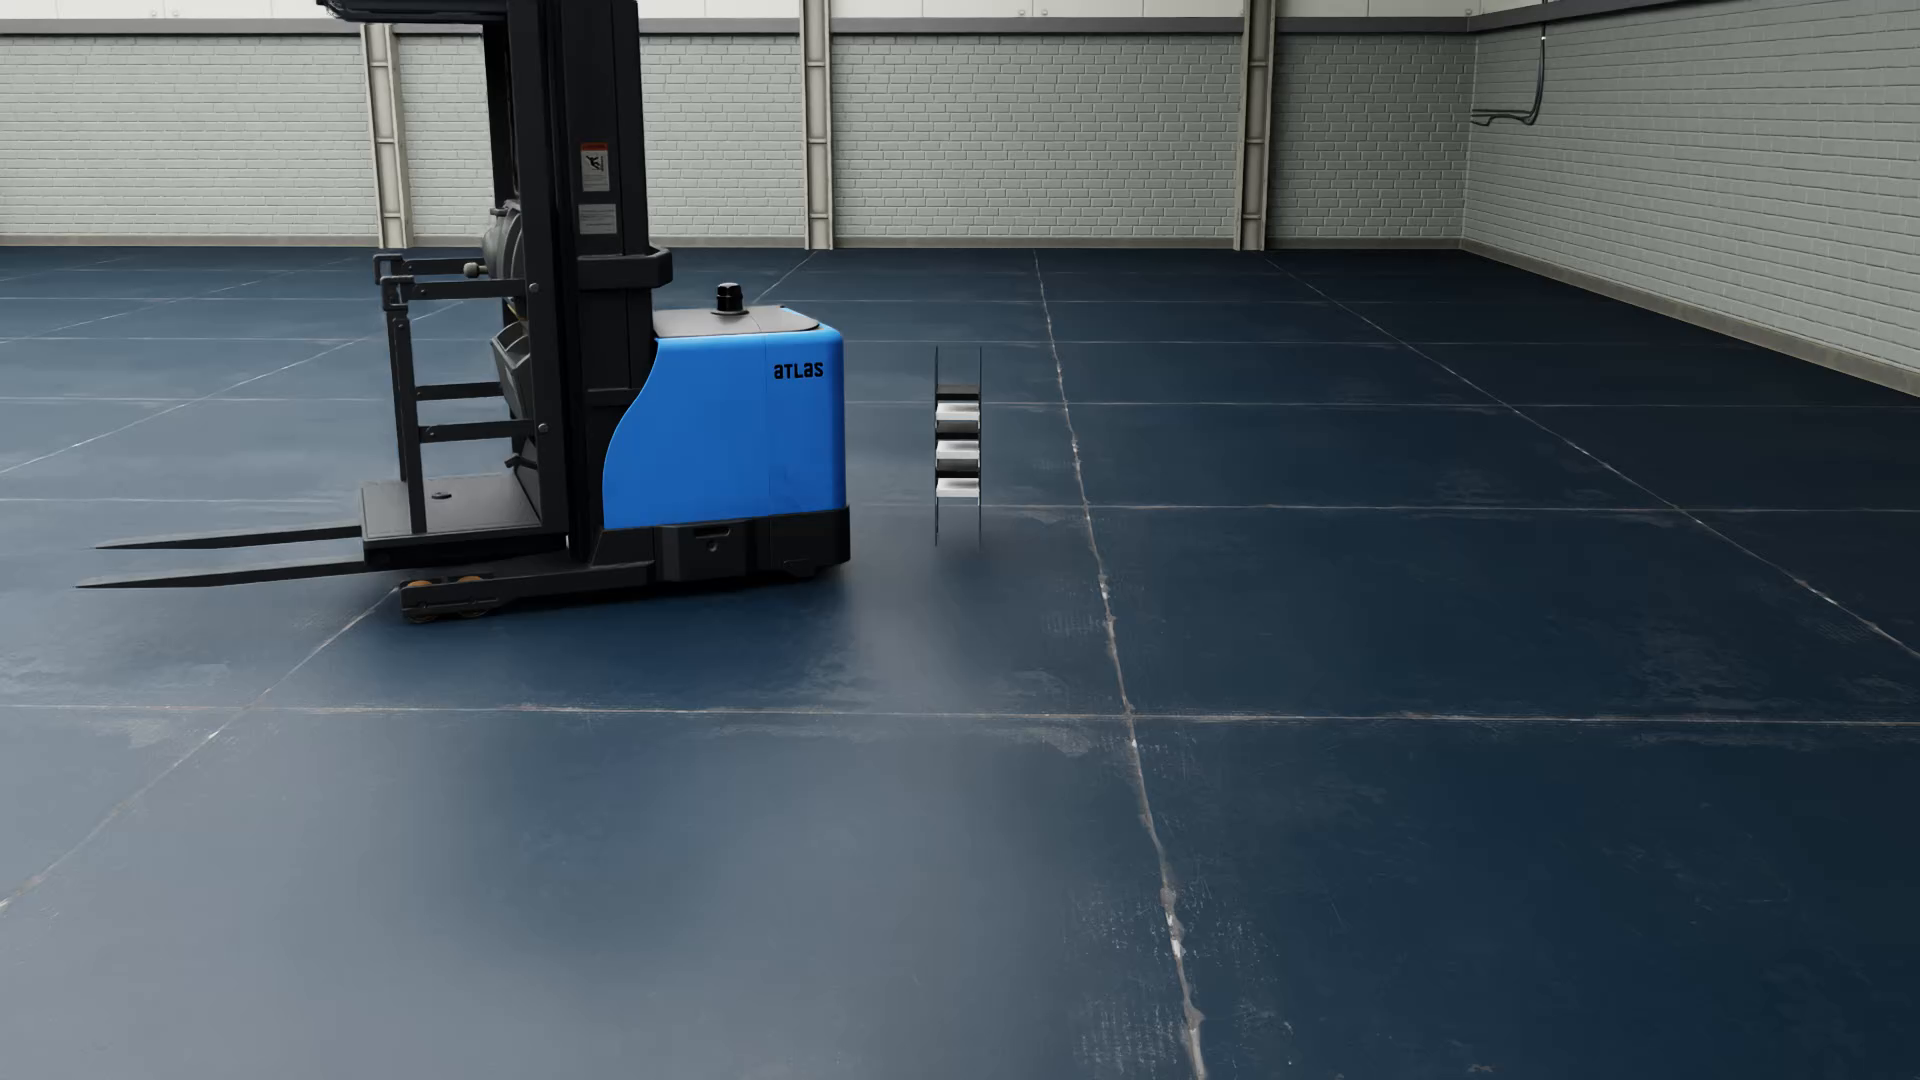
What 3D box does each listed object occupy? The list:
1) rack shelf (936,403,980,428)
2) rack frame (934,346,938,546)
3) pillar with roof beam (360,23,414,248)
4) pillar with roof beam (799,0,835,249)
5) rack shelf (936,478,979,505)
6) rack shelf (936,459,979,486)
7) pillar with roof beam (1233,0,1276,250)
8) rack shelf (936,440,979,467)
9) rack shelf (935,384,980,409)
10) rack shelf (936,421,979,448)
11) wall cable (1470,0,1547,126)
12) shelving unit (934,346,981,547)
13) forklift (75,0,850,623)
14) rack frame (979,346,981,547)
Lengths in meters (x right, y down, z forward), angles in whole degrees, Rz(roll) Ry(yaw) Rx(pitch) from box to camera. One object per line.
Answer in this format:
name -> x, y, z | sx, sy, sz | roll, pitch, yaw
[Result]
rack shelf -> -0.008, -0.577, 7.688 | 0.200, 0.077, 0.258 | 0, 15, 1
rack frame -> -0.110, -0.436, 7.728 | 0.006, 0.900, 0.240 | 0, 15, 1
pillar with roof beam -> -8.073, -7.391, 18.215 | 0.400, 9.000, 9.100 | 0, 15, 1
pillar with roof beam -> -2.074, -7.352, 18.067 | 0.400, 9.000, 9.100 | 0, 15, 1
rack shelf -> -0.008, -0.229, 7.780 | 0.200, 0.077, 0.258 | 0, 15, 1
rack shelf -> -0.008, -0.316, 7.757 | 0.200, 0.077, 0.258 | 0, 15, 1
pillar with roof beam -> 3.924, -7.313, 17.918 | 0.400, 9.000, 9.100 | 0, 15, 1
rack shelf -> -0.008, -0.403, 7.734 | 0.200, 0.077, 0.258 | 0, 15, 1
rack shelf -> -0.008, -0.664, 7.665 | 0.200, 0.077, 0.258 | 0, 15, 1
rack shelf -> -0.008, -0.490, 7.711 | 0.200, 0.077, 0.258 | 0, 15, 1
wall cable -> 6.945, -6.553, 21.125 | 0.112, 2.526, 3.097 | 0, 15, 1
shelving unit -> -0.008, -0.435, 7.725 | 0.210, 0.900, 0.258 | 0, 15, 1
forklift -> -2.050, -1.240, 6.796 | 3.031, 2.935, 1.130 | -5, 16, -20
rack frame -> 0.094, -0.435, 7.723 | 0.006, 0.900, 0.240 | 0, 15, 1
